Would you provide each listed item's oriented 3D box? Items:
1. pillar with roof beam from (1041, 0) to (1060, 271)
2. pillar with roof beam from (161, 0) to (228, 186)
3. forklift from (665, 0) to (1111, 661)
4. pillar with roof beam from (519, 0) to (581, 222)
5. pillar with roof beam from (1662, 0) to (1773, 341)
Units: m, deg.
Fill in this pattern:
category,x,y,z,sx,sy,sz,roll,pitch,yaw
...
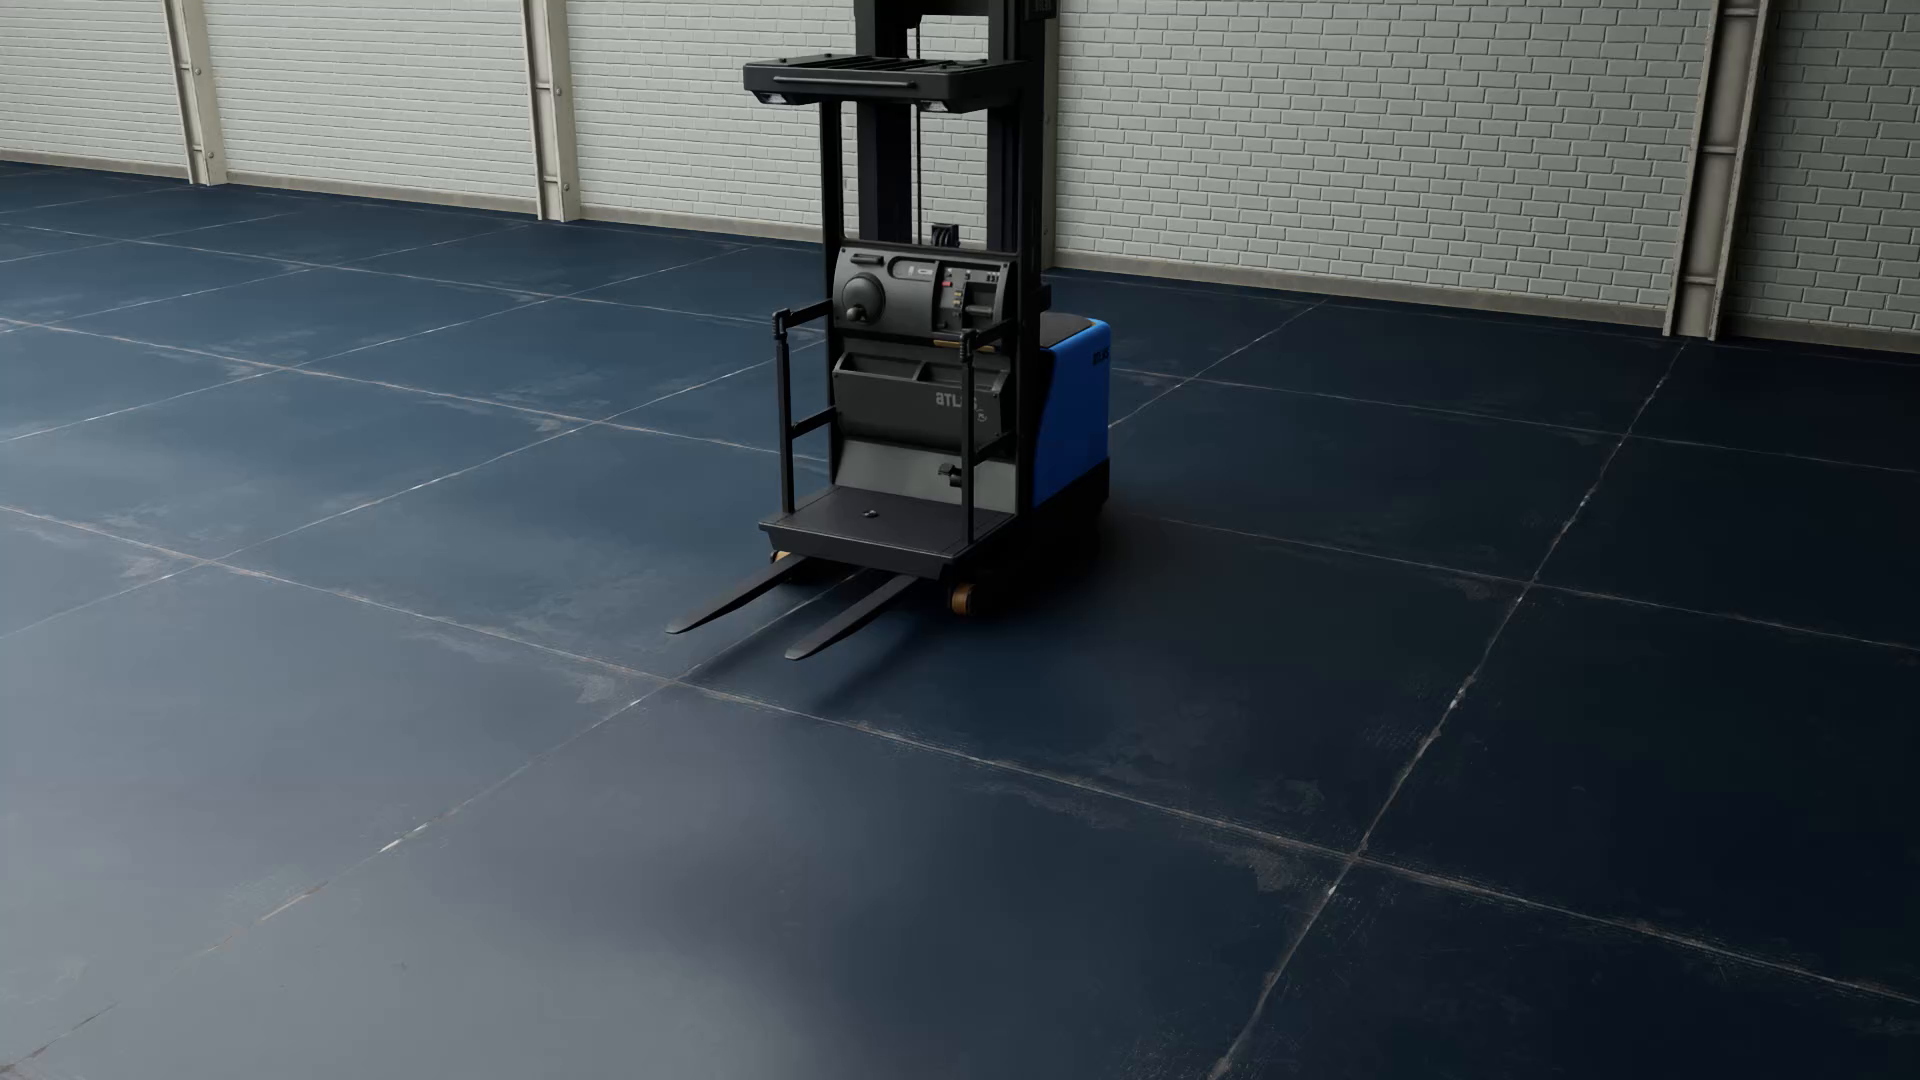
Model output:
category,x,y,z,sx,sy,sz,roll,pitch,yaw
pillar with roof beam,-1.419,-5.613,11.141,0.400,9.000,9.100,11,23,27
pillar with roof beam,-11.896,-7.608,16.643,0.400,9.000,9.100,11,23,27
forklift,-0.286,-1.186,7.837,1.130,2.935,3.031,10,22,25
pillar with roof beam,-6.658,-6.610,13.892,0.400,9.000,9.100,11,23,27
pillar with roof beam,3.819,-4.615,8.391,0.400,9.000,9.100,11,23,27
